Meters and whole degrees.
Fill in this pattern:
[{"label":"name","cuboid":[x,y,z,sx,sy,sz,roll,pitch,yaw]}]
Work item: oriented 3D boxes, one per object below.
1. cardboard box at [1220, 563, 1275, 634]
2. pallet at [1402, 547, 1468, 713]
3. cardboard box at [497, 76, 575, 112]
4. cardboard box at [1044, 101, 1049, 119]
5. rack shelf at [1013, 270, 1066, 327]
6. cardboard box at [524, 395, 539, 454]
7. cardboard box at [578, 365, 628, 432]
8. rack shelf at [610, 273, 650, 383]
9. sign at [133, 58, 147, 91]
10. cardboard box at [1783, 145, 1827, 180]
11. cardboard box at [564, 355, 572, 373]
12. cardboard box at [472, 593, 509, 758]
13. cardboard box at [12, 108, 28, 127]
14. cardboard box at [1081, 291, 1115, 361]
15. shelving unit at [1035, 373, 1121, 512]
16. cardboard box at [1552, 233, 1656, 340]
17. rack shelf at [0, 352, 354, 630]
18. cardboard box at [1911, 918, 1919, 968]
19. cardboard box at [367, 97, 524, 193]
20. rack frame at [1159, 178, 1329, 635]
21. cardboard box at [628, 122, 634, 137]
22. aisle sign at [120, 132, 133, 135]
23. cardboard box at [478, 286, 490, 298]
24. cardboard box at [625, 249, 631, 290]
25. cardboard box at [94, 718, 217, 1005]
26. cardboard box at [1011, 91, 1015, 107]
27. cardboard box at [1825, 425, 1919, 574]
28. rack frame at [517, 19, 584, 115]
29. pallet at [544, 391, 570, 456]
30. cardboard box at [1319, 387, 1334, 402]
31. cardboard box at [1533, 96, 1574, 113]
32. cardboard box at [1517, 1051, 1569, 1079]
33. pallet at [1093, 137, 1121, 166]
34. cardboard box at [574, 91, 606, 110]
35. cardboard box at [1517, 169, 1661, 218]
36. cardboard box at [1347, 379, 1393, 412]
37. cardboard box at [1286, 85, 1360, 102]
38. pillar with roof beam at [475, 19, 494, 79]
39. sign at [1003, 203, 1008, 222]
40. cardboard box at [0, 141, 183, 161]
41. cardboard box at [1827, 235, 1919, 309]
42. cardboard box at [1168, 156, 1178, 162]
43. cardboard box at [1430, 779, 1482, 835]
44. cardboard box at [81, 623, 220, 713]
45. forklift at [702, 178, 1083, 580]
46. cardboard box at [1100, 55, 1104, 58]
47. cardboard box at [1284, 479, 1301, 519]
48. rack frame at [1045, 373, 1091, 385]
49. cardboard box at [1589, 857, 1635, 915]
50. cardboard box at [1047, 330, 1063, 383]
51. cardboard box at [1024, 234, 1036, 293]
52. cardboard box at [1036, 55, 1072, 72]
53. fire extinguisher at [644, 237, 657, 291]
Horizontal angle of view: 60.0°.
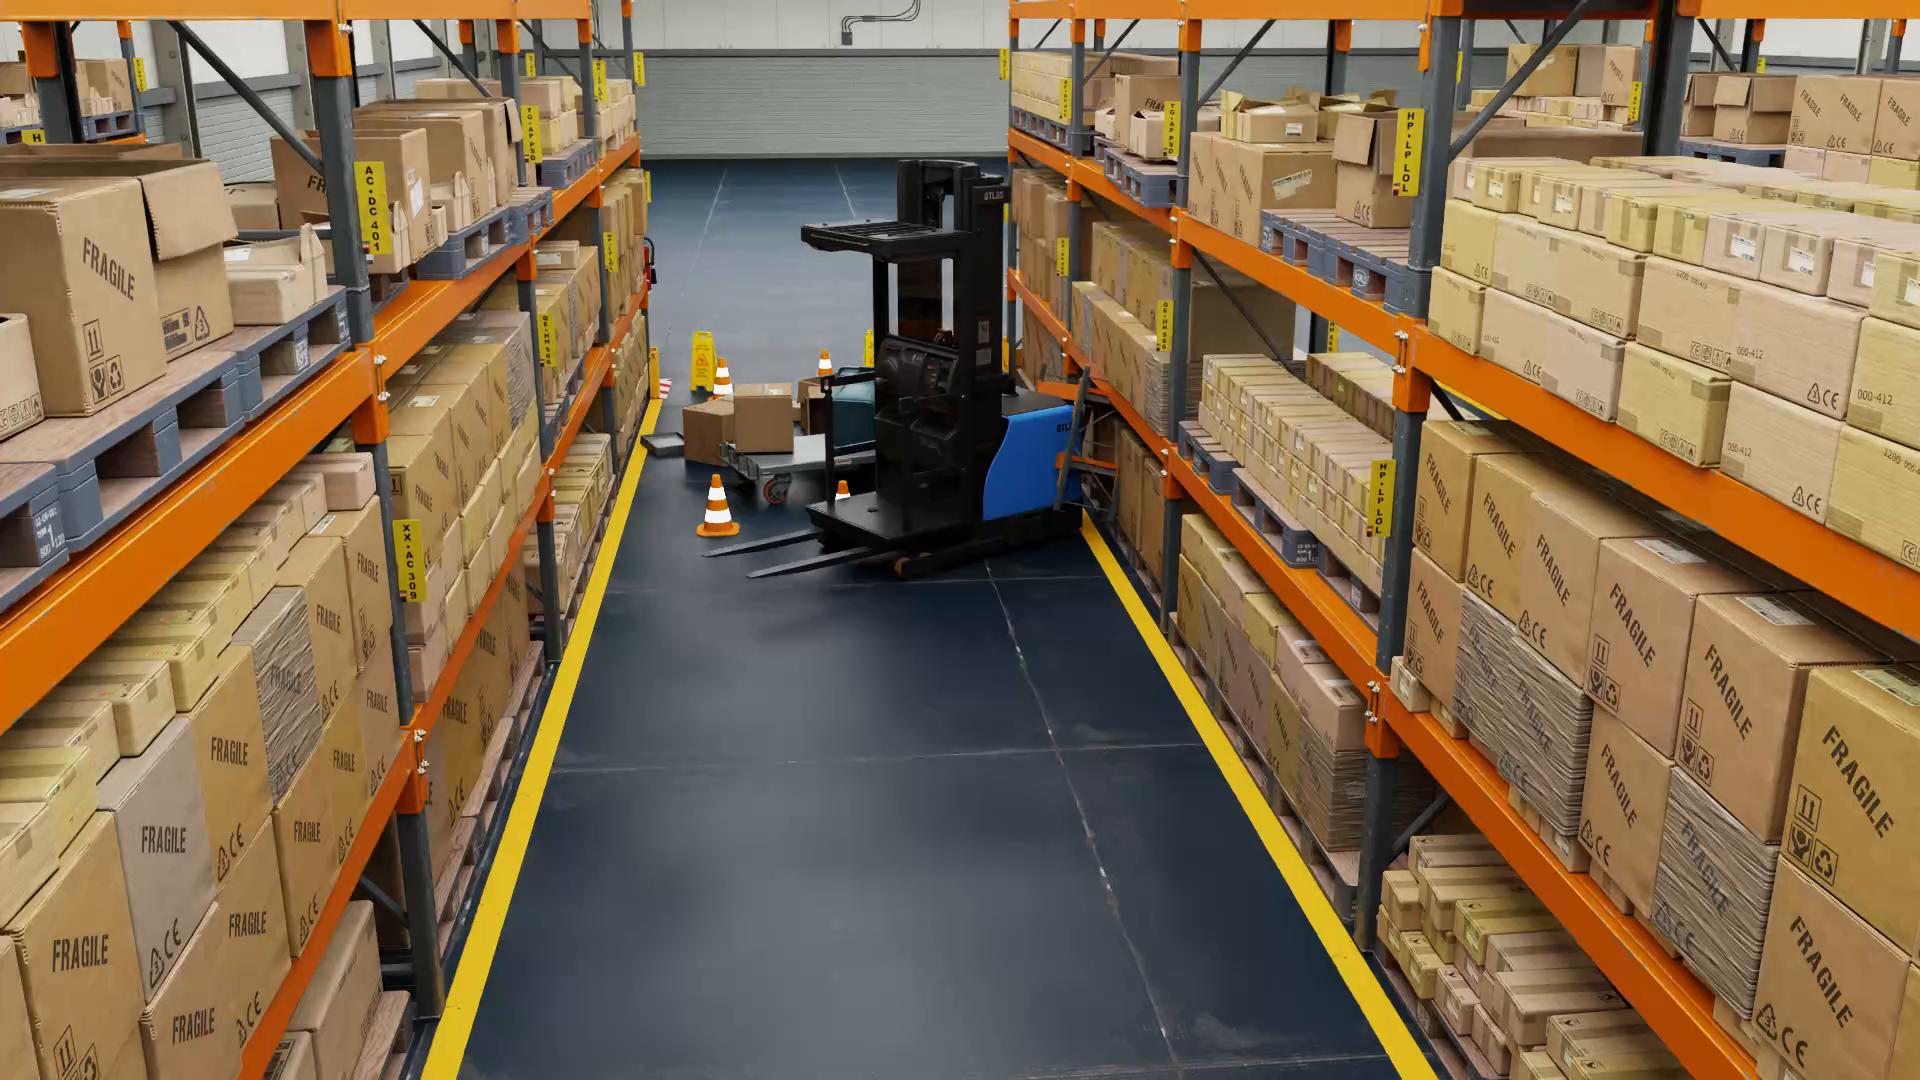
[{"label":"cardboard box","cuboid":[1.775,0.320,9.369,0.500,0.250,0.500,-2,18,-5]},{"label":"pallet","cuboid":[11.757,-1.614,11.119,20.827,1.712,8.533,-2,18,-6]},{"label":"cardboard box","cuboid":[-3.286,-3.464,12.911,0.500,0.250,0.500,-1,17,-4]},{"label":"cardboard box","cuboid":[0.980,-3.978,15.384,0.380,0.149,0.250,-2,17,-5]},{"label":"rack shelf","cuboid":[1.235,-2.398,16.561,0.919,0.052,3.809,-2,18,-6]},{"label":"cardboard box","cuboid":[-2.895,-0.240,8.766,0.999,0.500,2.557,-2,18,-6]},{"label":"cardboard box","cuboid":[-3.264,-1.265,14.836,0.500,0.500,0.500,-1,17,-3]},{"label":"rack shelf","cuboid":[-3.678,-2.087,16.018,1.077,0.370,4.000,-2,18,-6]},{"label":"sign","cuboid":[-8.280,-4.700,16.787,0.100,0.325,0.005,-2,18,-6]},{"label":"cardboard box","cuboid":[6.391,-2.740,12.138,0.500,0.250,0.500,-1,17,-4]},{"label":"cardboard box","cuboid":[-3.027,-1.309,12.057,0.380,0.149,0.250,-1,17,-4]},{"label":"cardboard box","cuboid":[-2.983,0.645,8.962,0.875,0.875,0.875,-2,17,-5]},{"label":"cardboard box","cuboid":[-8.232,-3.611,14.216,0.390,0.149,0.266,-2,18,-6]},{"label":"cardboard box","cuboid":[1.280,-1.750,13.576,0.500,0.500,0.500,-2,18,-5]},{"label":"shelving unit","cuboid":[0.930,-0.795,13.292,0.538,0.981,1.030,11,4,-17]},{"label":"cardboard box","cuboid":[2.162,-0.782,5.070,0.500,0.250,0.500,-1,17,-5]},{"label":"rack shelf","cuboid":[-2.441,-0.036,4.152,0.919,0.124,3.809,-2,18,-6]},{"label":"cardboard box","cuboid":[2.384,0.762,3.408,0.500,0.500,0.500,-2,18,-7]},{"label":"cardboard box","cuboid":[-2.871,-2.216,9.346,0.797,0.503,0.637,-3,18,-9]},{"label":"rack frame","cuboid":[1.854,-0.826,10.800,1.000,3.000,0.127,-2,18,-6]},{"label":"cardboard box","cuboid":[-3.511,-4.167,16.853,0.380,0.149,0.250,-2,18,-5]},{"label":"aisle sign","cuboid":[-8.536,-4.141,17.019,0.394,0.787,0.004,-2,18,-6]},{"label":"cardboard box","cuboid":[-3.500,-1.464,11.467,0.500,0.500,0.500,-3,18,-9]},{"label":"cardboard box","cuboid":[-3.426,-2.613,15.828,0.500,0.500,0.500,-2,17,-5]},{"label":"cardboard box","cuboid":[-2.122,0.757,3.921,0.500,0.500,0.500,-2,18,-6]},{"label":"cardboard box","cuboid":[0.745,-4.657,17.545,0.380,0.149,0.250,-2,18,-5]},{"label":"cardboard box","cuboid":[2.309,-0.081,3.670,0.500,0.250,0.500,-2,18,-6]},{"label":"rack frame","cuboid":[-3.475,-4.697,13.114,0.949,2.616,0.053,-2,18,-6]},{"label":"pallet","cuboid":[-3.239,-0.760,10.911,1.213,0.211,1.003,-2,18,-6]},{"label":"cardboard box","cuboid":[2.387,-0.836,10.053,0.380,0.149,0.250,-1,17,-4]},{"label":"cardboard box","cuboid":[5.943,-4.332,16.543,0.380,0.149,0.250,-2,18,-6]},{"label":"cardboard box","cuboid":[2.155,1.886,5.723,0.380,0.149,0.250,-2,18,-6]},{"label":"pallet","cuboid":[1.585,-3.086,13.310,0.805,0.209,1.217,-2,18,-8]},{"label":"cardboard box","cuboid":[-3.254,-3.786,14.308,0.380,0.149,0.250,-2,18,-7]},{"label":"cardboard box","cuboid":[2.132,-1.173,5.648,0.380,0.149,0.250,-2,18,-6]},{"label":"cardboard box","cuboid":[2.442,-0.826,9.525,0.380,0.149,0.250,-1,17,-4]},{"label":"cardboard box","cuboid":[2.154,-2.557,9.862,0.396,0.266,0.258,-2,18,-6]},{"label":"pillar with roof beam","cuboid":[-8.458,-14.570,44.562,9.100,9.000,0.400,-2,18,-6]},{"label":"sign","cuboid":[0.476,-3.645,18.201,0.100,0.325,0.005,-2,18,-6]},{"label":"cardboard box","cuboid":[-2.795,-0.996,5.300,0.500,0.500,0.500,-1,17,-5]},{"label":"cardboard box","cuboid":[2.296,-0.626,3.906,0.380,0.149,0.250,-2,18,-7]},{"label":"cardboard box","cuboid":[1.573,-2.565,10.854,0.380,0.166,0.250,-2,18,-6]},{"label":"cardboard box","cuboid":[2.454,1.130,8.043,0.500,0.500,0.500,-1,17,-3]},{"label":"cardboard box","cuboid":[-2.114,0.329,4.203,0.380,0.149,0.250,-2,18,-7]},{"label":"forklift","cuboid":[-0.489,-1.240,12.380,3.031,2.843,1.129,-13,22,-36]},{"label":"cardboard box","cuboid":[1.558,-4.605,16.049,0.380,0.149,0.250,-2,18,-5]},{"label":"cardboard box","cuboid":[1.891,-0.215,8.572,0.380,0.149,0.250,-1,17,-3]},{"label":"rack frame","cuboid":[0.787,-0.856,13.775,0.475,0.981,0.013,11,4,-17]},{"label":"cardboard box","cuboid":[2.228,1.050,5.245,0.380,0.149,0.250,-1,17,-4]},{"label":"cardboard box","cuboid":[1.349,-1.662,16.310,0.875,0.875,0.875,-2,18,-5]},{"label":"cardboard box","cuboid":[1.123,-2.838,16.958,0.875,0.550,0.550,-2,18,-6]},{"label":"cardboard box","cuboid":[0.929,-4.509,15.744,0.380,0.149,0.250,-2,17,-5]},{"label":"fire extinguisher","cuboid":[-3.438,-3.038,17.974,0.296,0.674,0.183,-2,18,-6]}]
